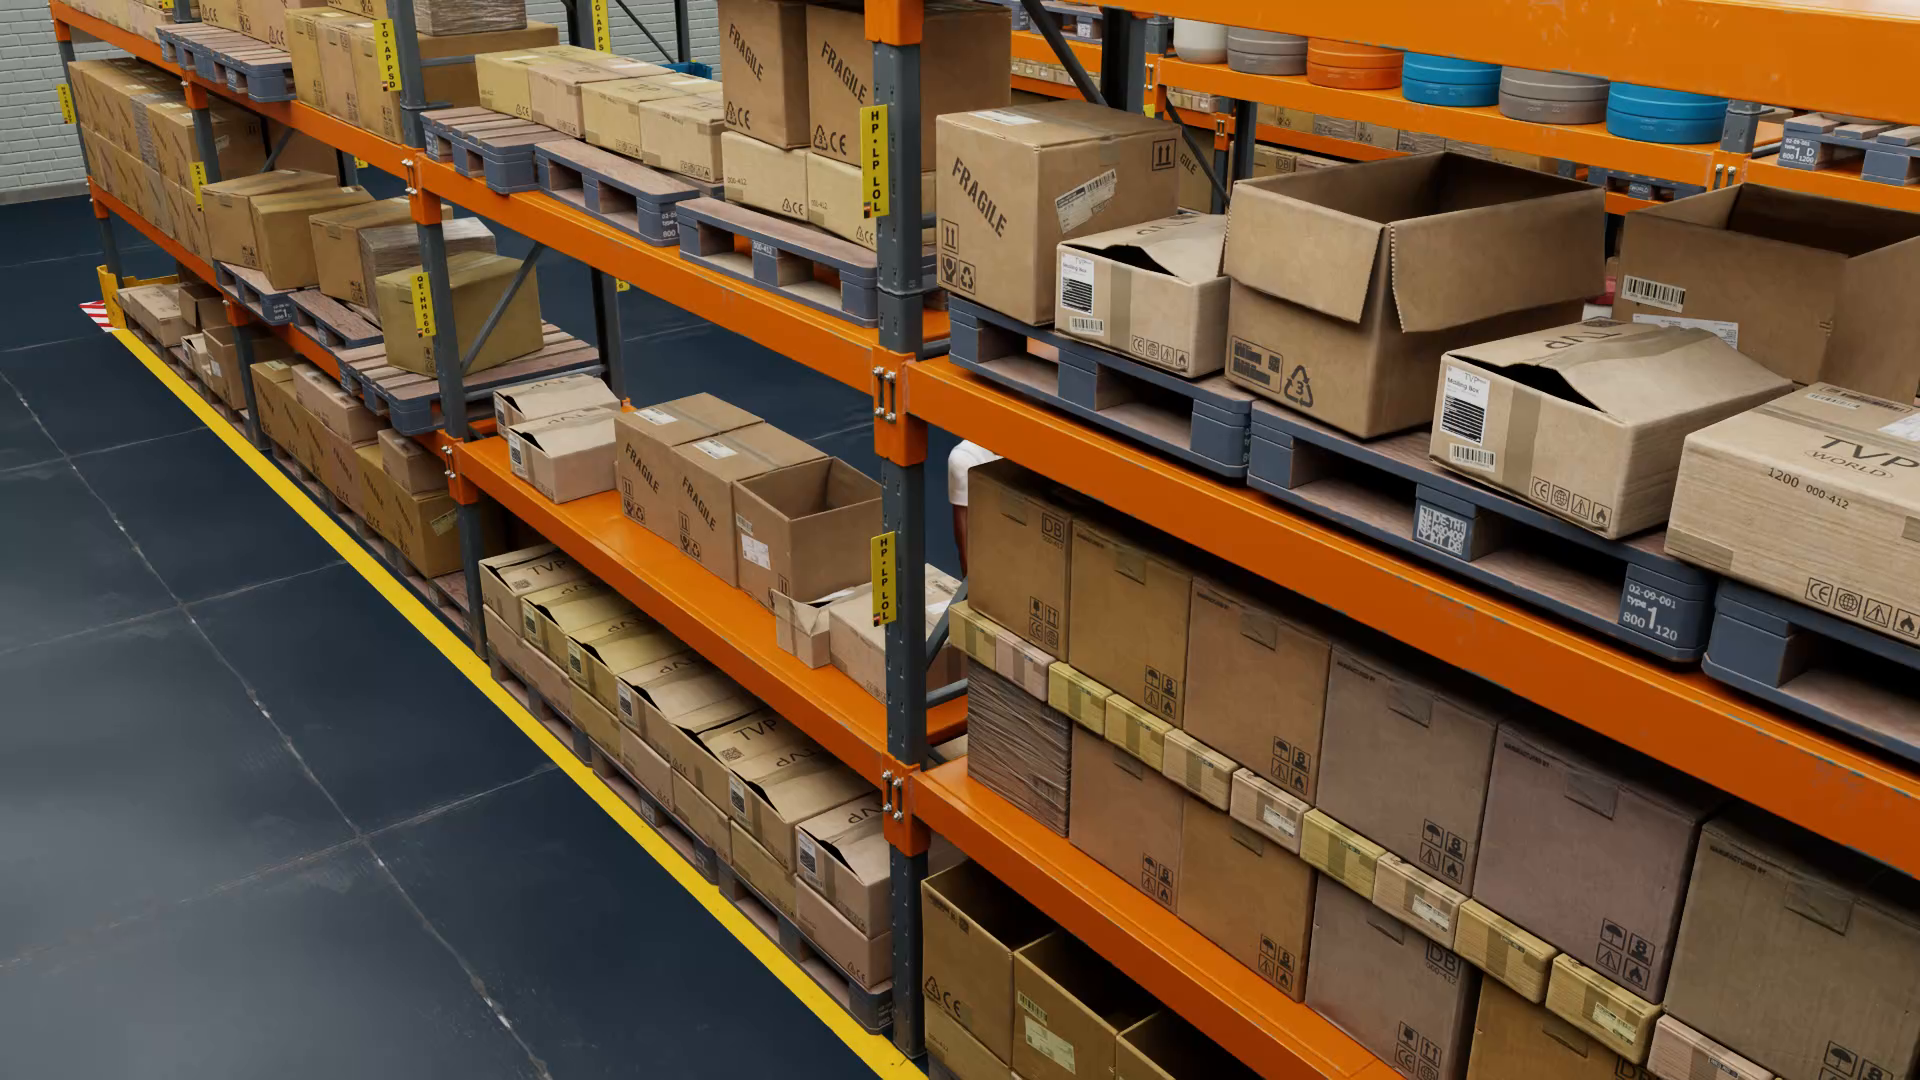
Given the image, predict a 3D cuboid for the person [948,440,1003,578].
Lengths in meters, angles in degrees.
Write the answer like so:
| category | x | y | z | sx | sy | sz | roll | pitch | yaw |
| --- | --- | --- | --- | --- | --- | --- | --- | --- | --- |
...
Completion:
| category | x | y | z | sx | sy | sz | roll | pitch | yaw |
| --- | --- | --- | --- | --- | --- | --- | --- | --- | --- |
| person | 0.214 | 0.038 | 8.497 | 0.566 | 1.763 | 0.364 | -17 | 30 | -33 |
